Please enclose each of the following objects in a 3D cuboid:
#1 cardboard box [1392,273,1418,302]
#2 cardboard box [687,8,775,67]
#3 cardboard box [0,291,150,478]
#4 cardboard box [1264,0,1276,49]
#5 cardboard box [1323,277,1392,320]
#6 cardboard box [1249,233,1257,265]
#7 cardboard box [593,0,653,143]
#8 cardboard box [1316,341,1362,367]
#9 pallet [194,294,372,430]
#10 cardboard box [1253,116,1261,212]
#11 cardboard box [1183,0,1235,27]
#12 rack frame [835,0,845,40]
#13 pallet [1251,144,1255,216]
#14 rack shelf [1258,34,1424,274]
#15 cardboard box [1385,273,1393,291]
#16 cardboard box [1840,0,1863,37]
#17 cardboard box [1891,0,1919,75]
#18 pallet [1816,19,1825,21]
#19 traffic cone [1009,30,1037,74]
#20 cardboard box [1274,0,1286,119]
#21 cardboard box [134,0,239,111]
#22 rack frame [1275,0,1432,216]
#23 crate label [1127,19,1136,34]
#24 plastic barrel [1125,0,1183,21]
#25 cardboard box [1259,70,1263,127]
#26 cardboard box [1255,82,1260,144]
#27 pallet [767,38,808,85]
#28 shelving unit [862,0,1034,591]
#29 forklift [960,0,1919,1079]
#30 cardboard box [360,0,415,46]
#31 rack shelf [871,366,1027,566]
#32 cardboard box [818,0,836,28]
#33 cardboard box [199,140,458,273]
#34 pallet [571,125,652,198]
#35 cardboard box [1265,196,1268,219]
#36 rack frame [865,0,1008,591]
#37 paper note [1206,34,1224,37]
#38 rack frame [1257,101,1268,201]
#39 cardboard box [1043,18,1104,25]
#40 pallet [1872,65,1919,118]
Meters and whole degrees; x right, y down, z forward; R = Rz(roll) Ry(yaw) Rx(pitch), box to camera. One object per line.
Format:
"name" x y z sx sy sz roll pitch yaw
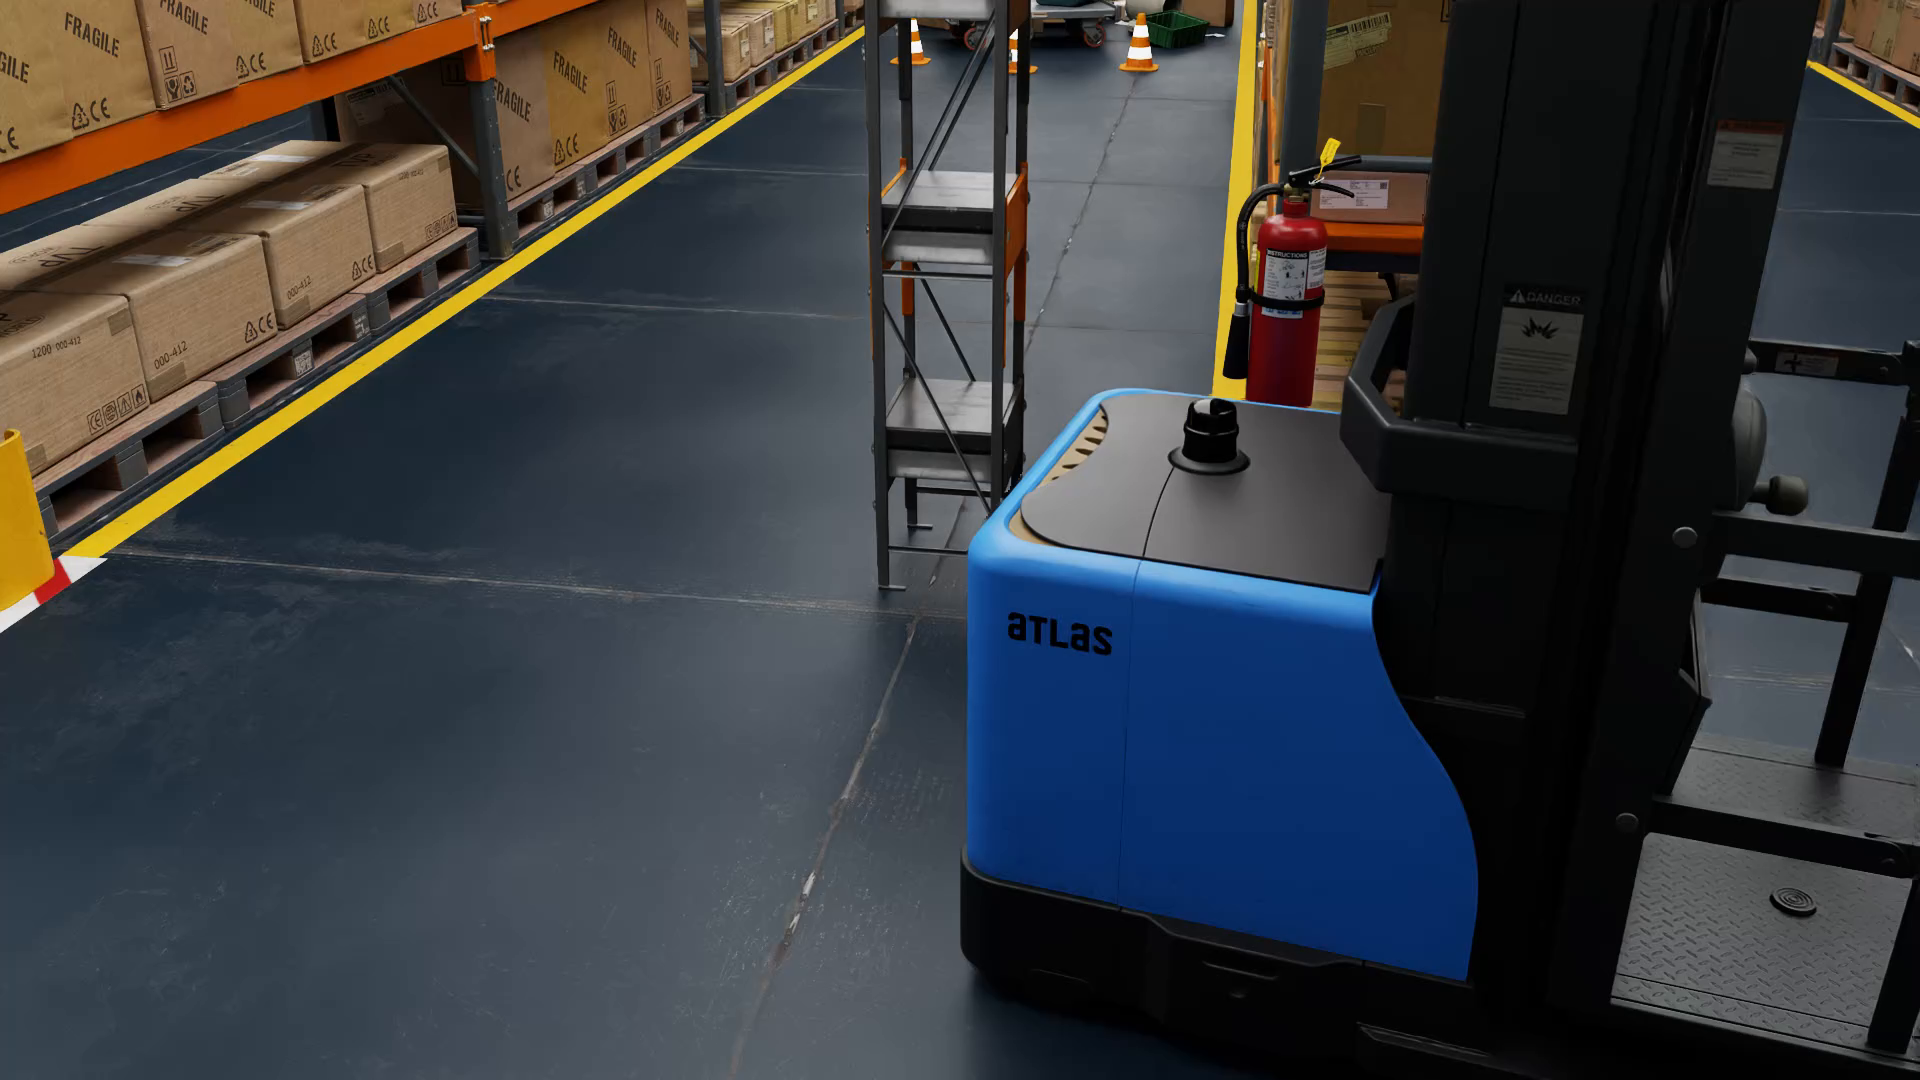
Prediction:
"cardboard box" 1.881 -0.964 6.437 0.380 0.149 0.250 4 25 9
"cardboard box" -2.060 -4.128 13.634 0.950 0.372 0.625 4 25 8
"cardboard box" -3.573 -0.550 5.913 0.875 0.438 0.875 3 25 7
"cardboard box" 1.451 -2.184 6.409 0.500 0.500 0.500 3 25 7
"cardboard box" 1.416 -0.885 6.267 0.380 0.149 0.250 3 25 7
"cardboard box" 1.595 -1.378 8.024 0.380 0.149 0.250 3 25 6
"cardboard box" -2.619 -3.155 10.963 0.875 0.875 0.875 4 25 9
"cardboard box" 1.169 -0.562 5.578 0.380 0.149 0.250 3 25 7
"pallet" -3.327 -0.823 7.258 1.003 0.211 1.213 4 25 9
"cardboard box" 1.844 -1.994 8.926 0.500 0.500 0.500 4 25 8
"cardboard box" 2.521 -5.544 17.003 0.500 0.500 0.500 8 26 18
"rack frame" -1.621 -6.256 15.577 1.000 3.000 0.127 4 25 9
"pallet" 2.295 -2.184 10.166 1.003 0.211 1.213 4 25 9
"rack shelf" 1.645 -1.447 6.152 1.077 0.370 4.000 4 25 9
"cardboard box" 2.038 -1.164 7.215 0.380 0.149 0.250 4 25 9
"cardboard box" 8.261 -4.792 14.902 0.500 0.500 0.500 3 25 7
"cardboard box" 7.847 -3.949 13.078 0.700 0.500 0.500 2 25 4
"pallet" 8.428 -5.101 16.399 1.003 0.211 1.213 4 25 9
"traffic cone" 0.497 -4.301 14.392 0.336 0.463 0.334 4 25 9
"cardboard box" 1.227 -1.537 5.027 0.500 0.500 0.500 4 25 8
"cardboard box" -3.064 -1.888 6.128 0.500 0.500 0.500 4 25 8
"rack frame" 1.318 -0.936 4.212 1.000 3.000 0.127 4 25 9
"crate label" 1.808 -5.049 16.376 0.298 0.136 0.250 -14 29 -27
"plastic barrel" 1.951 -5.369 16.721 0.421 0.421 0.512 -20 32 -36
"cardboard box" 1.844 -2.336 8.771 0.500 0.250 0.500 3 25 7
"cardboard box" 2.100 -2.637 10.298 0.500 0.500 0.500 3 25 7
"pallet" -1.944 -4.155 14.379 1.003 0.211 1.213 4 25 9
"shelving unit" -0.027 -0.882 5.157 0.431 2.100 0.503 4 25 9
"forklift" 1.574 -0.333 3.004 3.031 2.935 1.130 9 26 18
"cardboard box" -2.830 -2.528 7.494 0.500 0.500 0.500 3 25 7
"rack shelf" -0.027 -0.235 5.459 0.431 0.518 0.480 4 25 9
"cardboard box" -1.704 -5.036 15.576 0.950 0.372 0.625 4 25 9
"cardboard box" -3.137 -1.685 8.337 0.875 0.438 0.875 4 25 8
"pallet" -2.679 -2.487 10.813 1.003 0.211 1.213 4 25 9
"cardboard box" 1.608 -1.537 7.661 0.380 0.149 0.250 5 26 11
"rack frame" -0.067 -0.780 4.939 0.400 2.100 0.015 4 25 9
"paper note" 2.496 -4.955 16.298 0.147 0.020 0.142 -14 29 -27
"rack frame" 1.972 -2.609 7.786 1.000 3.000 0.127 4 25 9
"cardboard box" 1.099 -5.558 16.870 0.797 0.637 0.503 4 25 9
"pallet" 7.833 -3.469 12.912 1.003 0.211 1.213 4 25 9
